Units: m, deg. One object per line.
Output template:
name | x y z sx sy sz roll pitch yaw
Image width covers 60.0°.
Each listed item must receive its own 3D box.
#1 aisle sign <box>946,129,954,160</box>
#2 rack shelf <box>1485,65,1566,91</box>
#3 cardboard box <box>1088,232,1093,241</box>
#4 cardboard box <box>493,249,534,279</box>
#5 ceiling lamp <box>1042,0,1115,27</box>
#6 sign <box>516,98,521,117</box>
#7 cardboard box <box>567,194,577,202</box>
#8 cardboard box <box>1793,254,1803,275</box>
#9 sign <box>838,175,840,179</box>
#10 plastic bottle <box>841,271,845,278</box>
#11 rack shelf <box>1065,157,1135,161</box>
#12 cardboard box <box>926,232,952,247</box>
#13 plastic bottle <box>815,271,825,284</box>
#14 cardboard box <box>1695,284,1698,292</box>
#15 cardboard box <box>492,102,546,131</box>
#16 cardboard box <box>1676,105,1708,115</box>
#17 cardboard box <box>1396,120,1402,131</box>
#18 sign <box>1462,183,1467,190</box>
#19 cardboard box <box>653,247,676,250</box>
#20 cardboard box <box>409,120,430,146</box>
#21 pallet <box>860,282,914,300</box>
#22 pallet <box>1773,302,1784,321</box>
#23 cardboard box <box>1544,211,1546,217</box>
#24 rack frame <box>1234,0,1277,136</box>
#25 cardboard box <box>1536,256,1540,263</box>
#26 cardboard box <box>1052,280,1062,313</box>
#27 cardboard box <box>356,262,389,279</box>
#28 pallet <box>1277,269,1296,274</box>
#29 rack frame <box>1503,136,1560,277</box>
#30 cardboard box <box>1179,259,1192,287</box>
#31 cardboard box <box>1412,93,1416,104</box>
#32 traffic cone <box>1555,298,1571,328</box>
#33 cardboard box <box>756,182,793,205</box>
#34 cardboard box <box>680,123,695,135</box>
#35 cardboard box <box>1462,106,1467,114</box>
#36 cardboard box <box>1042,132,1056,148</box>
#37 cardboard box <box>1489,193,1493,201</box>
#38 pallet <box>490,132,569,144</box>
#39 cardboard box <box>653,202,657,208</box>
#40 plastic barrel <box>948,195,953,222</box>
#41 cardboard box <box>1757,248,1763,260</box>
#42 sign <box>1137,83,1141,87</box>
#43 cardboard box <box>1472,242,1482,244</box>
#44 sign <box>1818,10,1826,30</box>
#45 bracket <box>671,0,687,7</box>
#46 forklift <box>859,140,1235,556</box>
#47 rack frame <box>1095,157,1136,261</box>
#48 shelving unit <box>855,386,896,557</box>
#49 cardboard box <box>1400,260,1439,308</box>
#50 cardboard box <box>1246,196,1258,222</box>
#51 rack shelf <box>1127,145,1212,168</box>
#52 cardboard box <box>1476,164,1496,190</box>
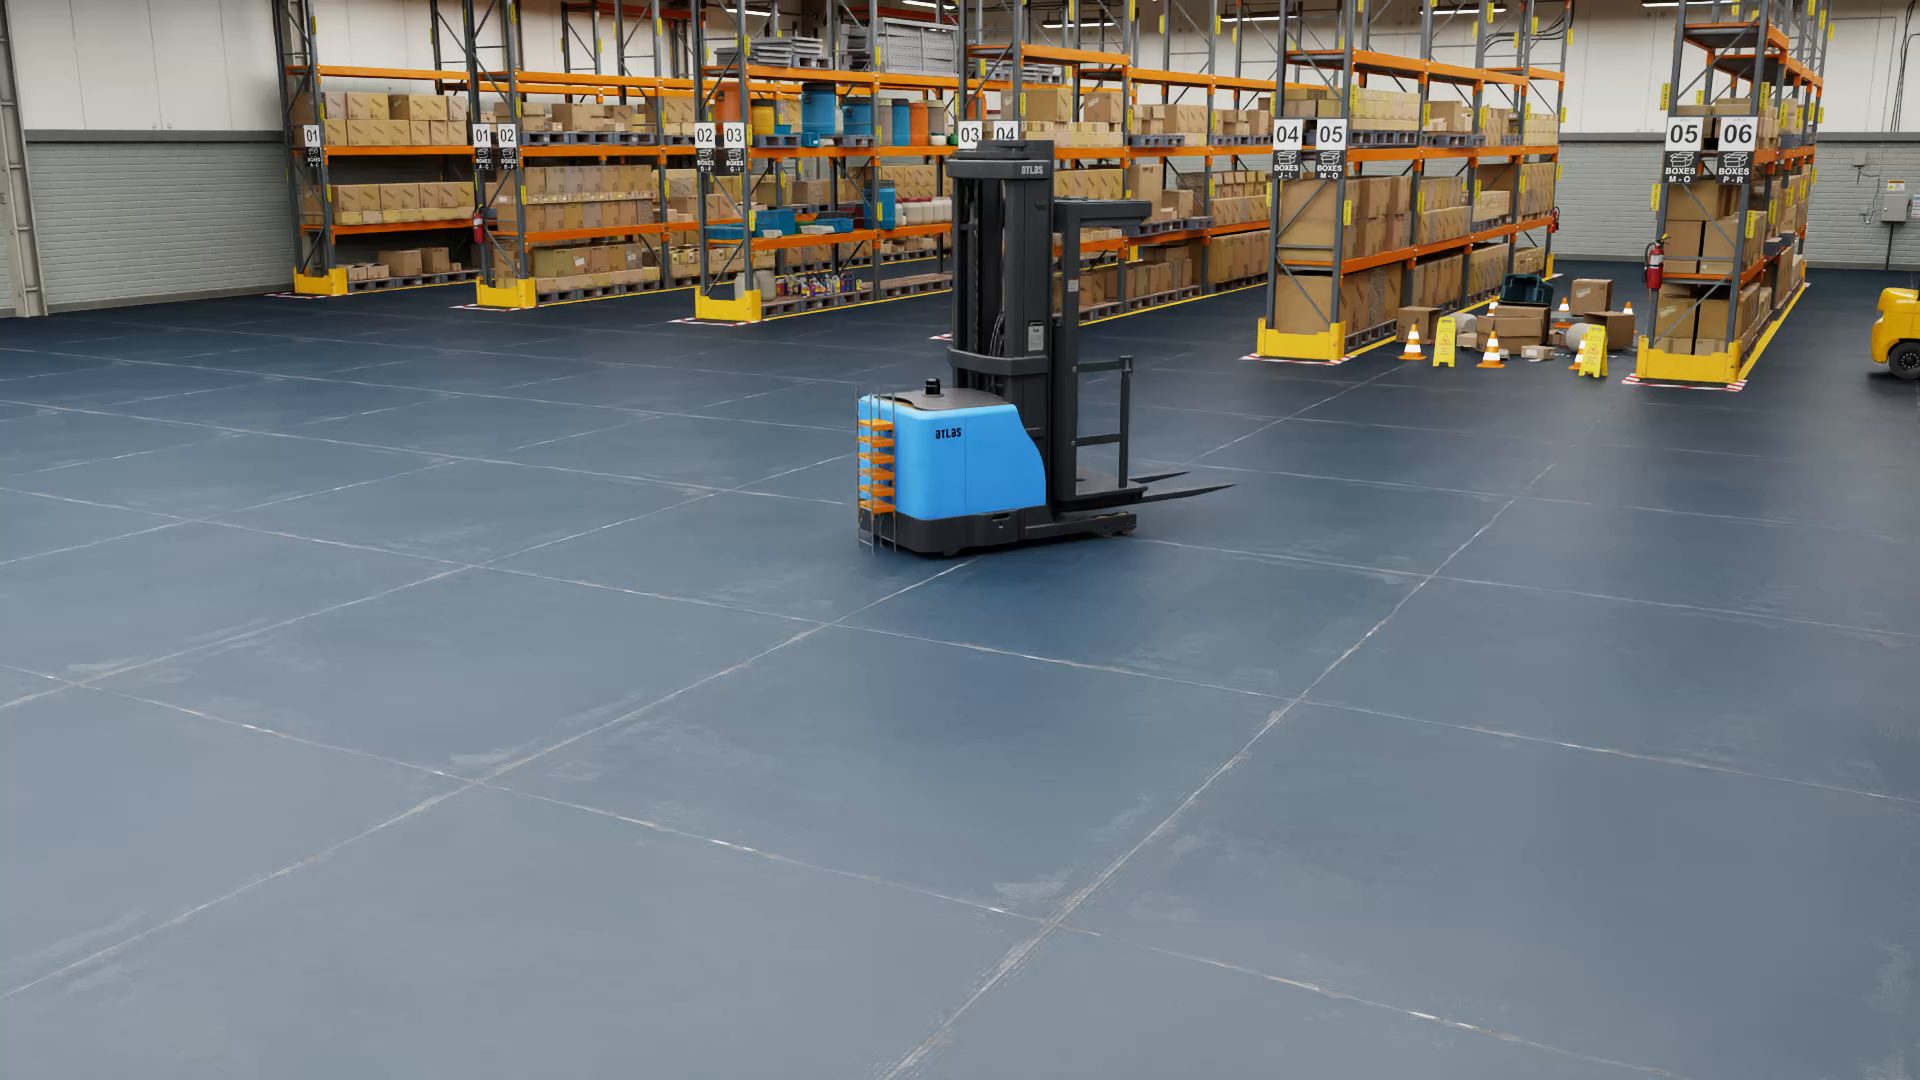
aisle sign | -0.189 -10.249 43.101 0.394 0.787 0.004 7 15 28
rack shelf | 11.506 -9.455 34.095 1.077 0.370 4.000 7 15 28
cardboard box | 1.970 -5.027 27.520 0.380 0.149 0.250 7 15 28
cardboard box | -8.226 -5.099 30.656 0.500 0.500 0.500 7 15 28
ceiling lamp | 2.996 -15.027 43.209 2.000 3.185 0.800 7 15 28
sign | -7.742 -7.581 29.146 0.100 0.325 0.005 7 15 28
cardboard box | -7.349 -6.356 30.899 0.380 0.149 0.250 7 15 26
cardboard box | 16.624 -5.572 33.817 0.875 0.438 0.875 7 15 26
sign | -2.902 -8.666 40.234 0.100 0.325 0.005 7 15 28
plastic bottle | -2.142 -4.760 30.591 0.144 0.351 0.185 7 15 28
rack shelf | 2.878 -9.143 39.191 1.077 0.370 4.000 7 15 28
cardboard box | -0.537 -7.866 43.154 0.500 0.500 0.500 7 15 28
plastic bottle | -2.584 -4.774 30.647 0.144 0.351 0.185 7 15 28
cardboard box | 9.652 -3.407 22.252 0.380 0.149 0.250 8 16 30
cardboard box | -7.943 -7.622 29.933 0.797 0.503 0.637 9 16 32
cardboard box | 9.026 -5.304 20.570 0.380 0.149 0.250 8 15 29
cardboard box | 6.285 -6.108 24.496 0.380 0.149 0.250 8 16 29
sign | 10.061 -6.961 33.158 0.100 0.325 0.005 7 15 28
cardboard box | -6.100 -5.907 34.411 0.500 0.311 0.500 8 16 30
cardboard box | -11.147 -8.269 33.779 0.500 0.500 0.500 7 15 26
pallet | -1.611 -4.792 31.961 1.003 0.211 1.213 7 15 28
pallet | 13.435 -3.917 28.329 1.003 0.211 1.213 7 15 28
cardboard box | 12.410 -7.033 35.841 0.380 0.149 0.250 7 15 28
rack frame | 6.247 -9.979 34.725 1.000 3.000 0.127 7 15 28
cardboard box | 12.218 -6.016 35.639 0.380 0.149 0.250 7 15 26
cardboard box | 1.340 -3.969 27.032 0.500 0.500 0.500 9 16 33
cardboard box | -11.874 -5.440 33.495 0.500 0.311 0.500 9 16 33
pallet | 6.683 -5.854 36.365 1.003 0.211 1.213 7 15 28
rack frame | 12.473 -7.300 36.415 1.000 3.000 0.127 7 15 28
cardboard box | 4.007 -5.101 31.686 0.700 0.500 0.500 6 15 25
cardboard box | 6.652 -6.652 25.051 0.380 0.149 0.250 7 15 28
traffic cone | 9.693 -3.651 26.690 0.336 0.463 0.334 7 15 28
cardboard box | -4.151 -7.760 37.211 0.700 0.500 0.500 2 14 9
cardboard box | -5.721 -8.372 33.884 0.500 0.250 0.500 6 15 23
cardboard box | 9.178 -7.917 30.725 0.396 0.266 0.258 7 15 28
cardboard box | 1.149 -6.162 25.613 0.500 0.250 0.500 7 15 27
cardboard box | 9.757 -6.424 31.150 0.380 0.149 0.250 7 15 27
pallet | -7.860 -7.281 30.123 1.003 0.211 1.213 7 15 28
cardboard box | -7.601 -8.170 40.517 0.380 0.149 0.250 7 15 28
plastic barrel | 0.018 -6.740 33.799 0.600 0.536 0.708 7 15 28
cardboard box | 11.051 -4.024 23.360 0.380 0.149 0.250 8 16 29
sign | 4.334 -11.145 40.250 0.100 0.325 0.005 7 15 28
cardboard box | 9.951 -5.712 32.663 0.500 0.250 0.500 7 15 26
sign | 15.402 -9.290 29.704 0.100 0.325 0.005 7 15 28
bracket | -7.070 -13.529 41.769 0.235 0.232 0.430 7 15 28
forklift | 0.758 -1.541 12.672 3.031 2.935 1.130 -8 16 -30
rack frame | 3.845 -8.444 41.160 1.000 3.000 0.127 7 15 28
shelving unit | -0.610 -0.499 12.042 0.189 1.200 0.258 -8 16 -30
cardboard box | 7.363 -4.284 27.807 1.050 0.750 0.750 7 15 28
cardboard box | 5.768 -6.776 34.024 0.500 0.500 0.500 7 15 27
rack shelf | 3.346 -6.940 30.055 1.077 0.370 4.000 7 15 28
cardboard box | 10.530 -7.286 33.375 0.500 0.500 0.500 7 15 26
